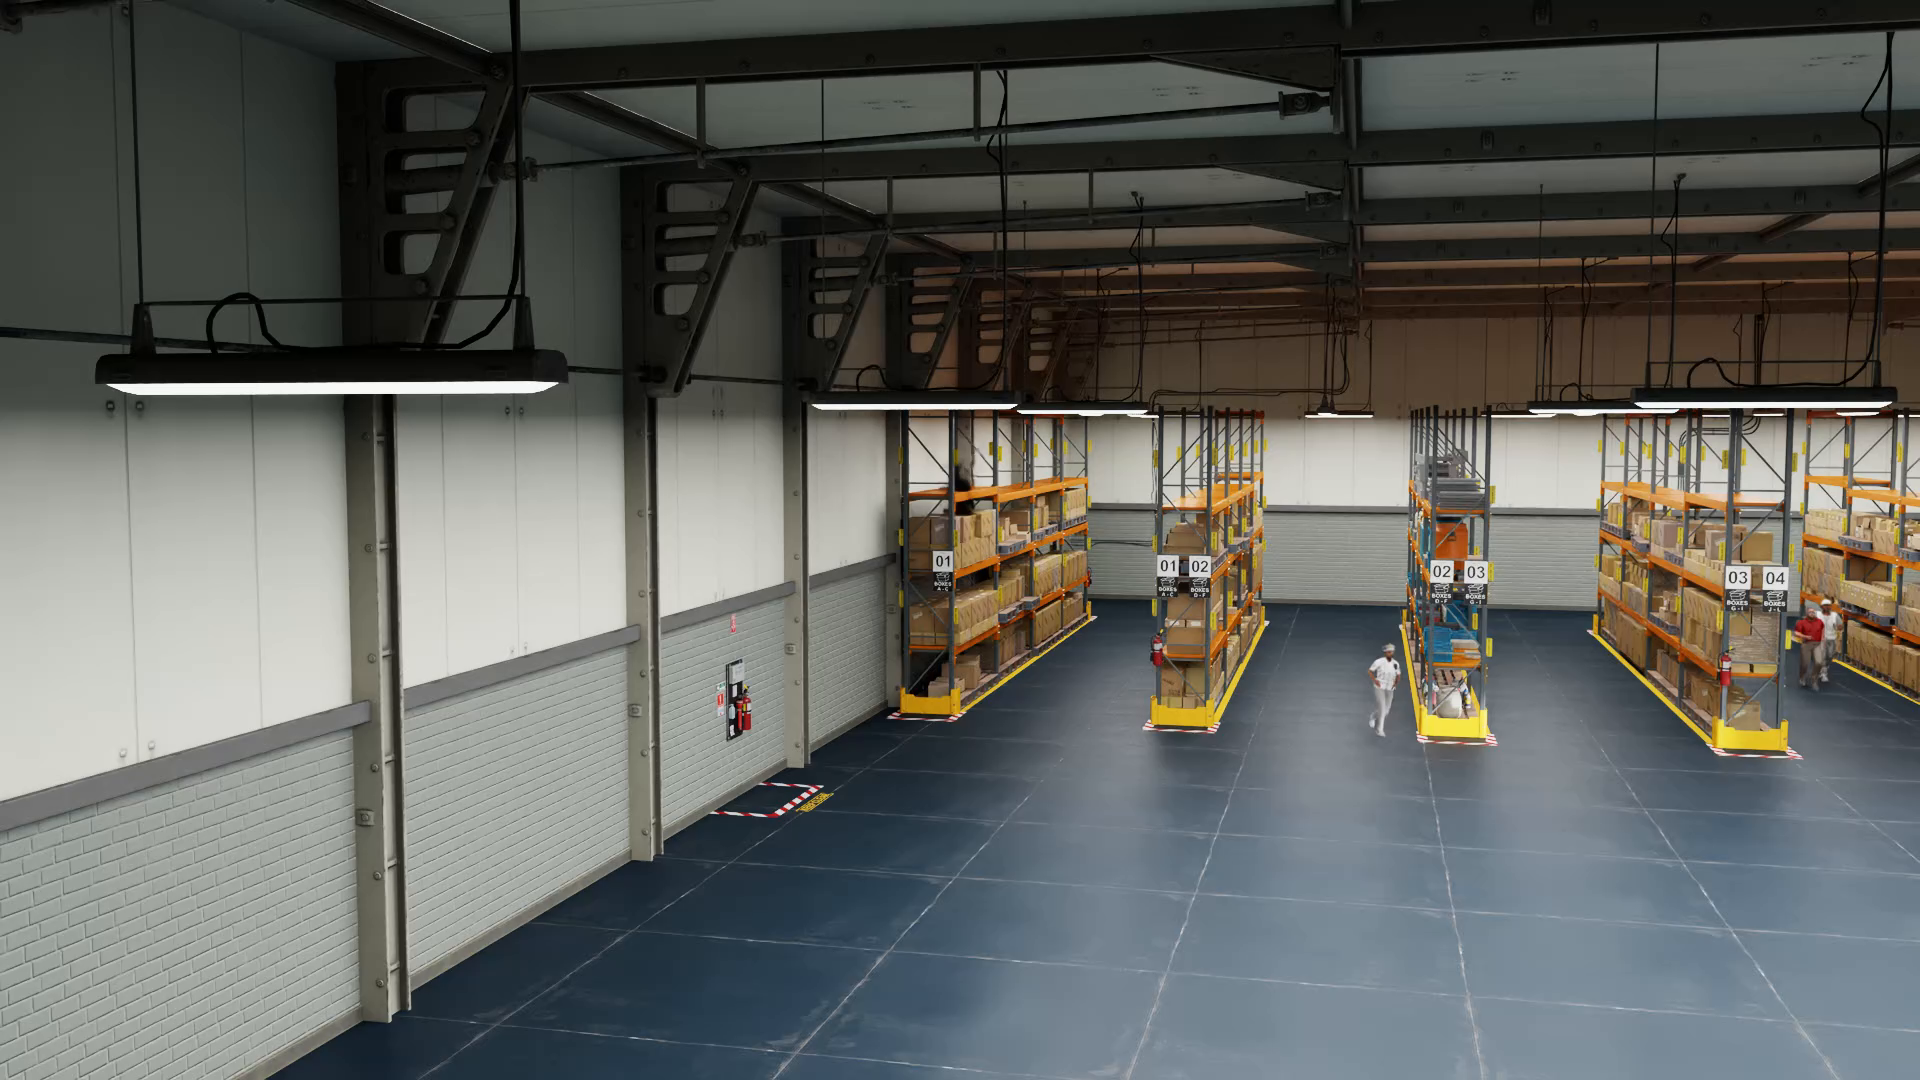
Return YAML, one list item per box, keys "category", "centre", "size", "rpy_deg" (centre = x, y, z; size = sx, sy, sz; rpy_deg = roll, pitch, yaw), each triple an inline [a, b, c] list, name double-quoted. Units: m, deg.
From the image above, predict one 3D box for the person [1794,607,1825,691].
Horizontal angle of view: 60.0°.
- category: "person"
  centre: [18.177, 2.324, 35.554]
  size: [0.660, 1.756, 0.754]
  rpy_deg: [1, 4, 14]

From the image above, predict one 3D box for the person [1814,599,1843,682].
- category: "person"
  centre: [19.031, 2.183, 36.573]
  size: [0.688, 1.762, 1.004]
  rpy_deg: [1, 4, 15]

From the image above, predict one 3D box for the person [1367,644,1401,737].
- category: "person"
  centre: [7.777, 2.729, 30.487]
  size: [0.617, 1.673, 0.703]
  rpy_deg: [-1, 4, -7]
